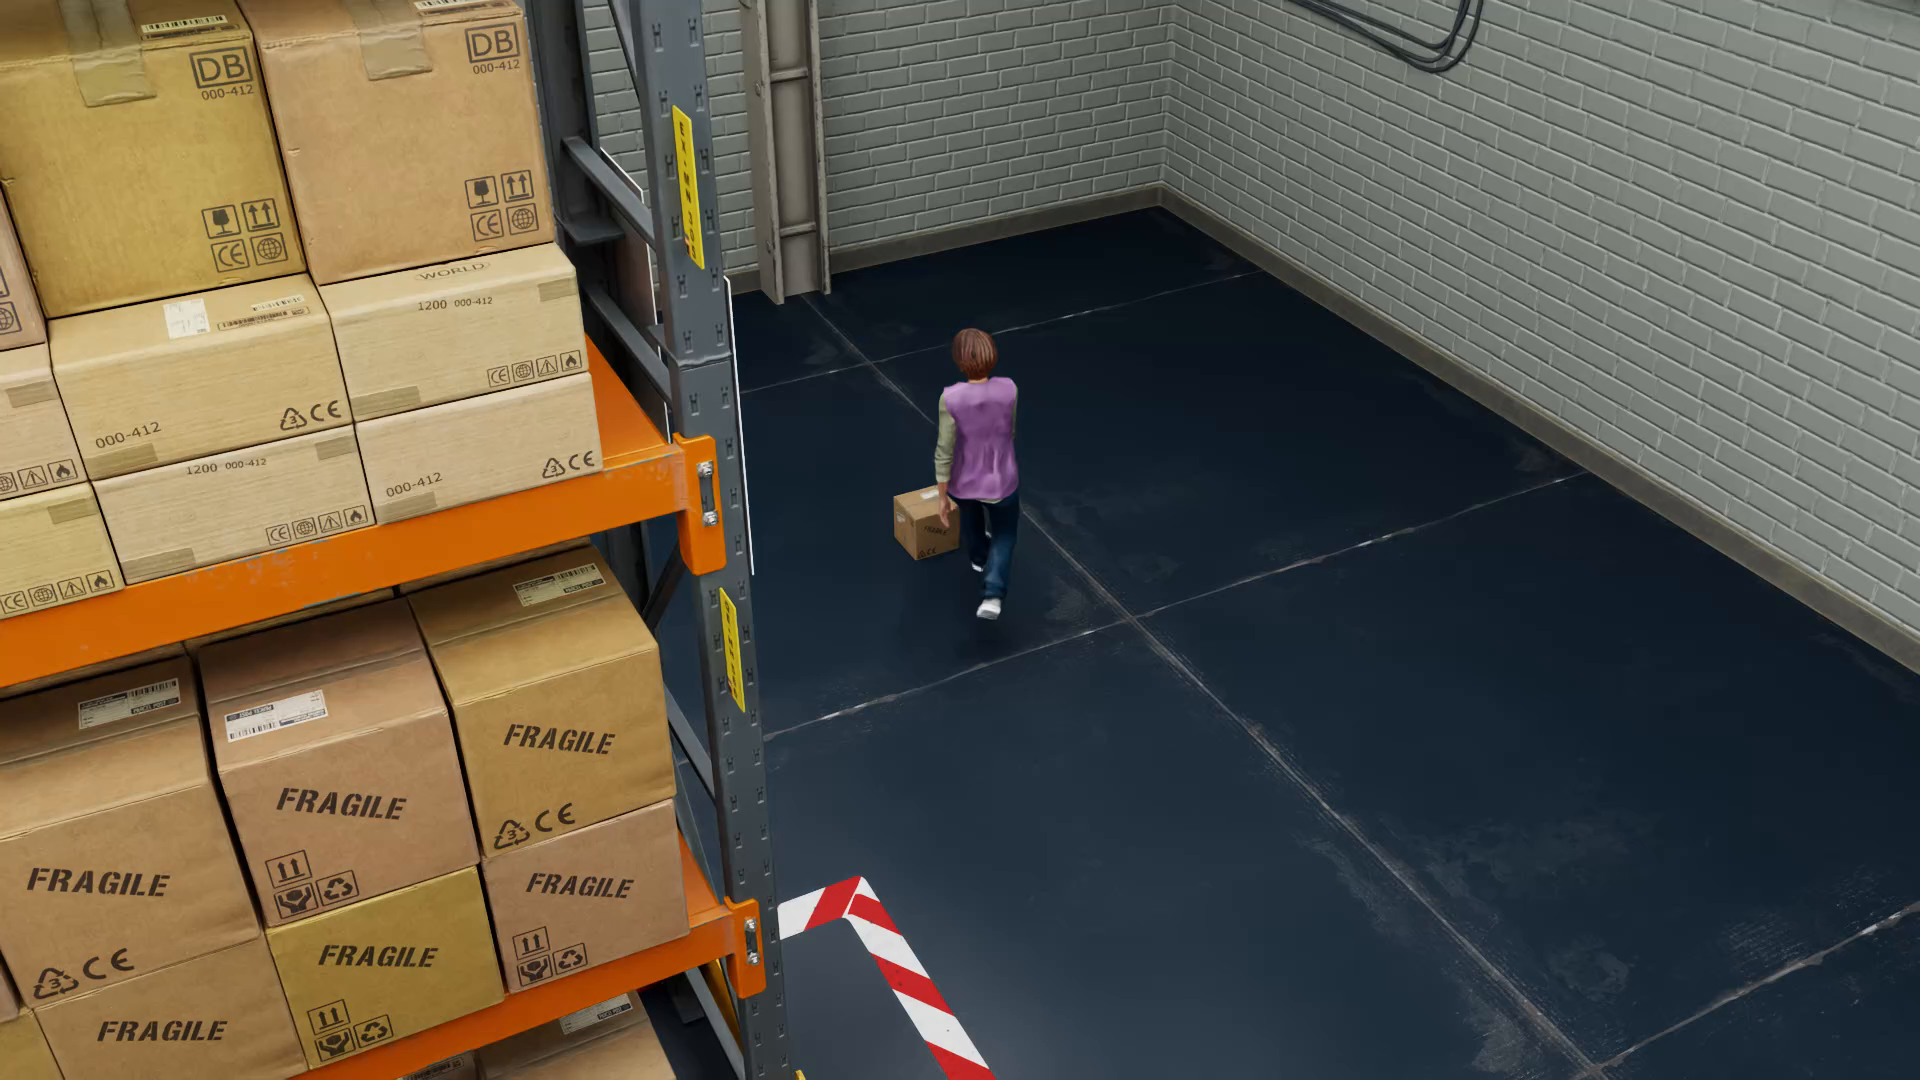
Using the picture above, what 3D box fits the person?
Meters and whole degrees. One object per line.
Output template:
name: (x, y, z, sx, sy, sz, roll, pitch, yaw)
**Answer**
person: (0.089, -0.430, 7.811, 0.477, 1.571, 0.594, -6, 34, -9)
